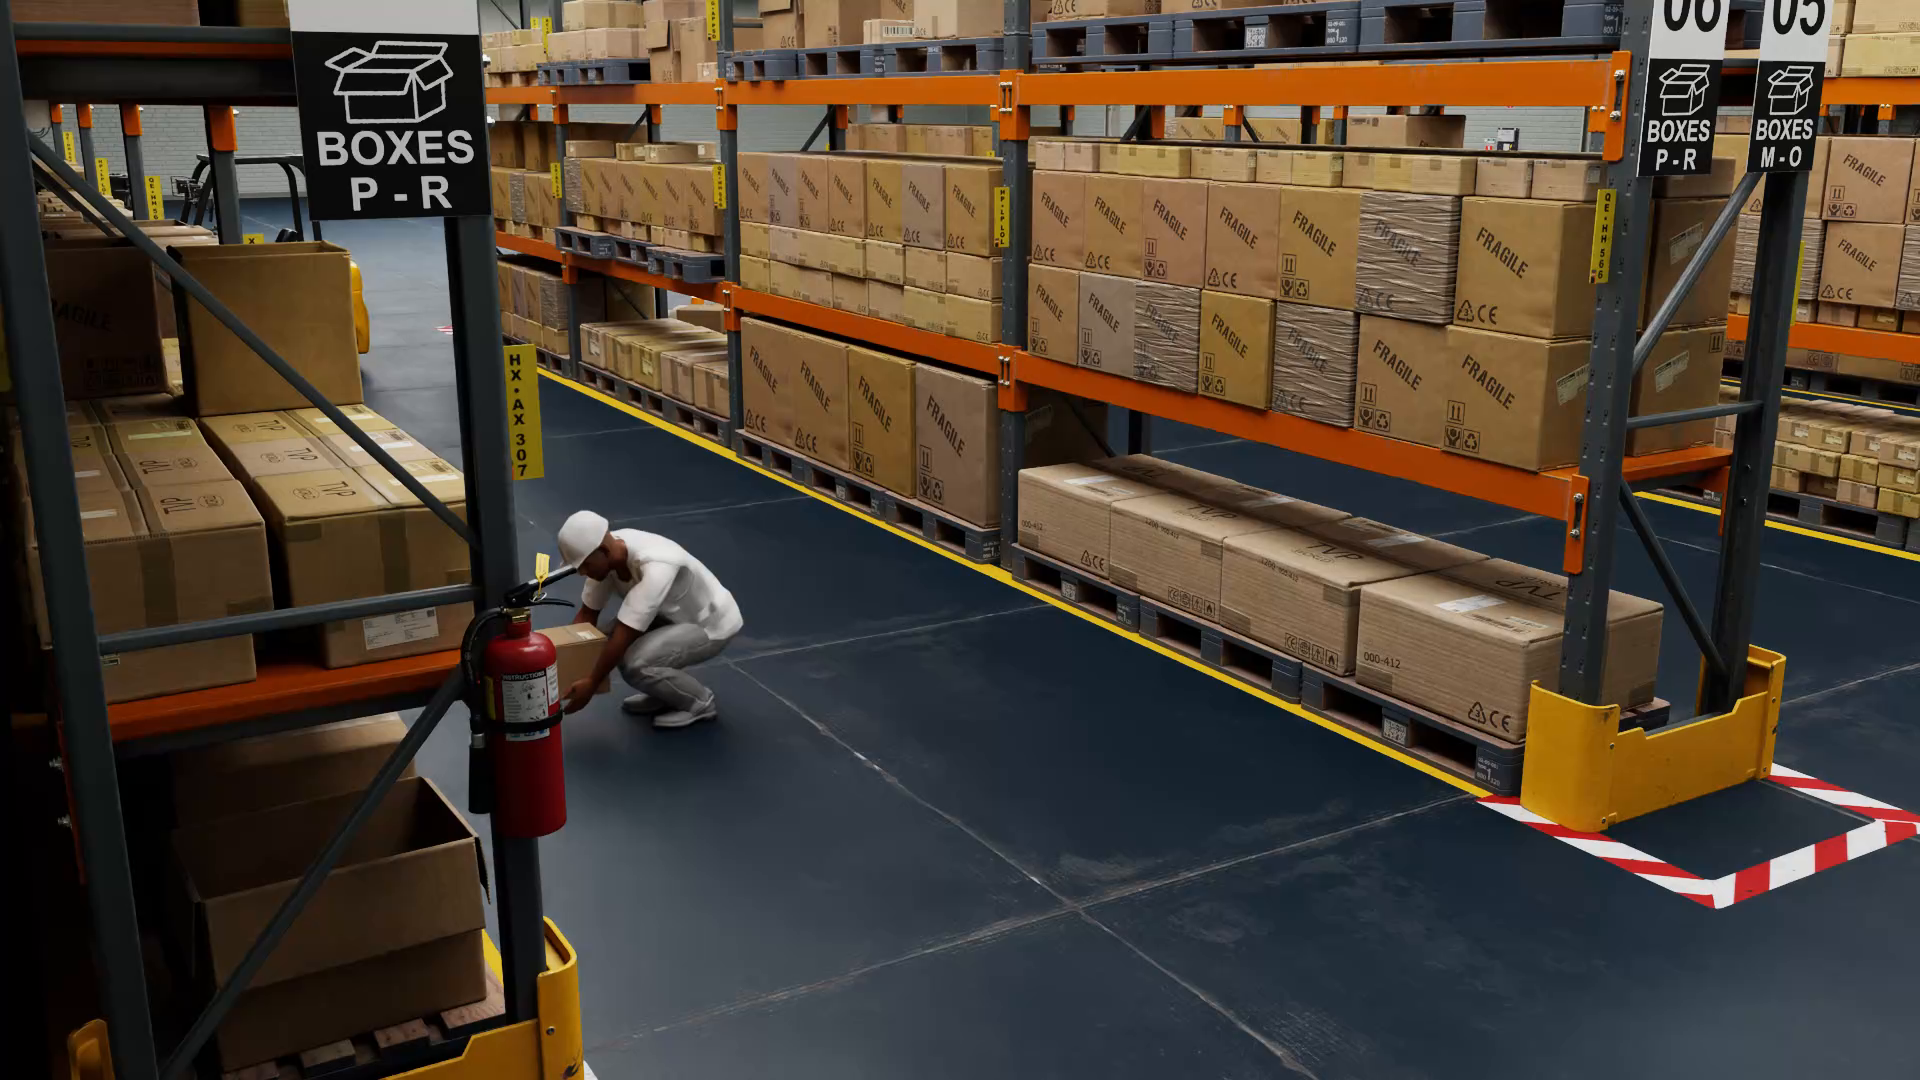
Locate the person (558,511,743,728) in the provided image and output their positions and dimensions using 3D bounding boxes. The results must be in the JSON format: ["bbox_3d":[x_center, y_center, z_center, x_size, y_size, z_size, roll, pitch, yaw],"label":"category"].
[{"bbox_3d":[-1.383,0.321,7.268,0.867,1.001,0.592,-9,17,-30],"label":"person"}]
